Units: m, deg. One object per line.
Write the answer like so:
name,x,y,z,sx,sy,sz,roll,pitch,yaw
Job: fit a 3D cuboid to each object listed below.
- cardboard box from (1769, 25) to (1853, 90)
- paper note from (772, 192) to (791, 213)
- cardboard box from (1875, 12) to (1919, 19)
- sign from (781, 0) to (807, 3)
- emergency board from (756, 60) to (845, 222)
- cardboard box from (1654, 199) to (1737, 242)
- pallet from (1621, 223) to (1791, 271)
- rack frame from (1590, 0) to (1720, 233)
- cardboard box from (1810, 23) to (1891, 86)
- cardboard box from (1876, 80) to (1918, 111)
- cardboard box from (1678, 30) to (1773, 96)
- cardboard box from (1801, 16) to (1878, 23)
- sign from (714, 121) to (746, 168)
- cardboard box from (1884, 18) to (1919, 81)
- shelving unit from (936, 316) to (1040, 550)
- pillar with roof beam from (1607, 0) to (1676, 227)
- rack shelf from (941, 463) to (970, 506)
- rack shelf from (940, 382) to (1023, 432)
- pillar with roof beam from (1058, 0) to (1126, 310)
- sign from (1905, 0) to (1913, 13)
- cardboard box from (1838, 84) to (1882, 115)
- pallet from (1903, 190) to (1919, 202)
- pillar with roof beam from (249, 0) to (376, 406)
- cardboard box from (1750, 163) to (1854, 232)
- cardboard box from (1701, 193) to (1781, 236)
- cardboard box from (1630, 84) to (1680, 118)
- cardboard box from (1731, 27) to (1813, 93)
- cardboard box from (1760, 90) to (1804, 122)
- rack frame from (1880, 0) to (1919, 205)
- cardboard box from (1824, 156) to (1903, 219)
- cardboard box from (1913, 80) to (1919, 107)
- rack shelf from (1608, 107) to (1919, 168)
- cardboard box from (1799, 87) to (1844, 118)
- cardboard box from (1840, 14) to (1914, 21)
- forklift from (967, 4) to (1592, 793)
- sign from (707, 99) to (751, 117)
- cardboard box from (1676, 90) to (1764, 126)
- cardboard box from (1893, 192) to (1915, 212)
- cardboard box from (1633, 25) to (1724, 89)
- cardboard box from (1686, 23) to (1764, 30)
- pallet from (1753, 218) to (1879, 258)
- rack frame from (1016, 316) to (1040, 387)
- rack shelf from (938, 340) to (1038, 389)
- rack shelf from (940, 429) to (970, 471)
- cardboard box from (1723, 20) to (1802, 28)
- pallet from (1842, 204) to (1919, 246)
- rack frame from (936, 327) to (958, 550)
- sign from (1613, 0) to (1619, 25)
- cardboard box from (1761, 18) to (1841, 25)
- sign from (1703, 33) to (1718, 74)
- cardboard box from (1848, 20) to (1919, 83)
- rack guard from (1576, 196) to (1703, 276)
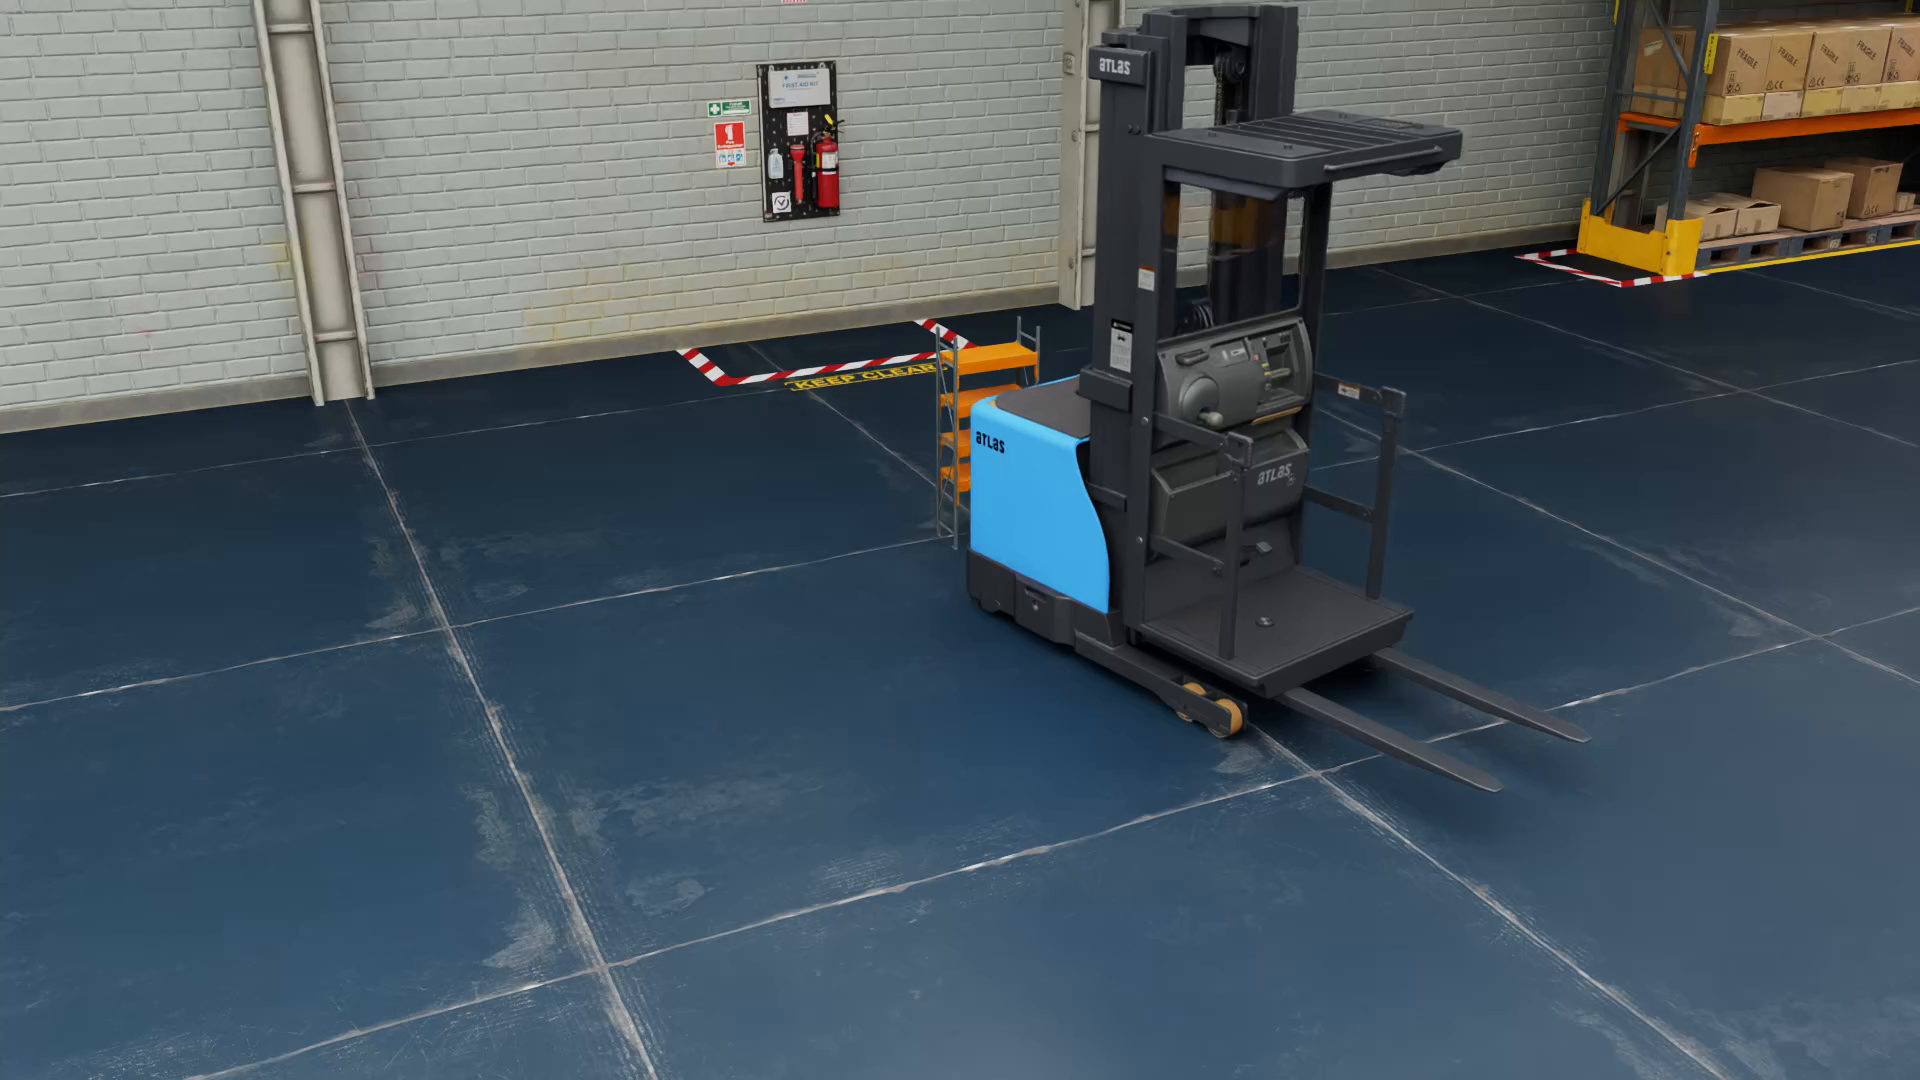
cardboard box,7.699,-4.397,15.139,0.500,0.500,0.500,-11,25,-25
paper note,-1.363,-2.582,12.718,0.142,0.148,0.016,-10,25,-24
cardboard box,9.311,-4.917,16.395,0.500,0.500,0.500,-11,25,-25
sign,-1.224,-4.099,12.199,0.199,0.298,0.001,-10,25,-24
emergency board,-1.174,-2.995,12.563,0.643,1.169,0.194,-10,25,-24
cardboard box,6.883,-3.017,15.558,0.500,0.311,0.500,-14,26,-30
pallet,7.036,-2.819,15.785,1.213,0.211,1.003,-10,25,-24
rack frame,6.220,-3.973,14.925,0.127,3.000,1.000,-10,25,-24
cardboard box,8.159,-4.486,15.356,0.500,0.500,0.500,-10,24,-22
cardboard box,8.630,-4.224,15.704,0.500,0.250,0.500,-11,25,-24
cardboard box,6.781,-4.235,14.748,0.500,0.500,0.500,-10,25,-24
cardboard box,8.391,-4.751,15.996,0.500,0.500,0.500,-10,24,-22
sign,-1.716,-2.955,12.420,0.234,0.329,0.001,-10,25,-24
cardboard box,9.086,-4.653,15.758,0.500,0.500,0.500,-11,25,-24
shelving unit,0.149,-0.582,9.087,0.503,1.200,0.258,-10,25,-24
pillar with roof beam,8.343,-5.675,11.194,0.400,9.000,9.100,-10,25,-24
rack shelf,0.149,-0.336,9.189,0.480,0.148,0.258,-10,25,-24
rack shelf,0.149,-0.726,9.027,0.480,0.148,0.258,-10,25,-24
pillar with roof beam,2.937,-4.680,8.790,0.400,9.000,9.100,-10,25,-24
sign,9.581,-5.362,16.767,0.005,0.325,0.100,-10,25,-24
cardboard box,8.178,-4.141,15.501,0.500,0.250,0.500,-10,25,-23
pallet,10.526,-3.477,17.375,1.213,0.211,1.003,-10,25,-24
pillar with roof beam,-2.470,-3.685,6.385,0.400,9.000,9.100,-10,25,-24
cardboard box,8.079,-3.304,16.002,0.500,0.500,0.700,-12,25,-27
cardboard box,7.397,-3.112,15.786,0.500,0.311,0.500,-8,24,-19
cardboard box,6.558,-4.057,15.299,0.500,0.250,0.500,-10,25,-23
cardboard box,7.231,-4.313,14.937,0.500,0.500,0.500,-10,25,-23
cardboard box,7.260,-3.975,15.101,0.500,0.250,0.500,-11,25,-25
rack frame,9.825,-4.636,16.528,0.127,3.000,1.000,-10,25,-24
cardboard box,8.907,-3.498,16.473,0.500,0.500,0.500,-12,26,-28
cardboard box,9.077,-4.313,15.918,0.500,0.250,0.500,-10,25,-23
rack shelf,8.023,-3.972,15.864,4.000,0.370,1.077,-10,25,-24
cardboard box,7.721,-4.058,15.300,0.500,0.250,0.500,-11,25,-24
cardboard box,8.843,-4.832,16.191,0.500,0.500,0.500,-11,25,-24
forklift,1.350,-0.716,7.147,1.130,2.935,3.031,-17,28,-36
sign,-1.709,-3.198,12.313,0.331,0.109,0.001,-10,25,-24
cardboard box,6.798,-3.884,14.881,0.500,0.250,0.500,-11,25,-25
cardboard box,9.356,-3.431,16.746,0.250,0.166,0.380,-14,26,-30
cardboard box,6.553,-4.410,15.172,0.500,0.500,0.500,-11,25,-24
cardboard box,7.011,-4.491,15.366,0.500,0.500,0.500,-10,25,-23
pallet,8.134,-3.020,16.270,1.213,0.211,1.003,-10,25,-24
rack frame,0.369,-0.622,9.185,0.015,1.200,0.240,-10,25,-24
rack shelf,0.149,-0.945,8.937,0.480,0.148,0.258,-10,25,-24
rack shelf,0.149,-0.520,9.113,0.480,0.148,0.258,-10,25,-24
cardboard box,7.475,-4.578,15.577,0.500,0.500,0.500,-11,25,-25
pallet,9.235,-3.224,16.763,1.213,0.211,1.003,-10,25,-24
rack frame,-0.071,-0.541,8.989,0.015,1.200,0.240,-10,25,-24
sign,5.998,-4.848,15.113,0.005,0.325,0.100,-10,25,-24
cardboard box,7.929,-4.661,15.778,0.500,0.500,0.500,-10,25,-23
sign,6.456,-4.186,14.308,0.005,0.325,0.100,-10,25,-24
cardboard box,8.627,-4.573,15.565,0.500,0.500,0.500,-11,25,-25
rack guard,6.289,-2.830,15.434,0.348,0.500,1.175,-10,25,-24
